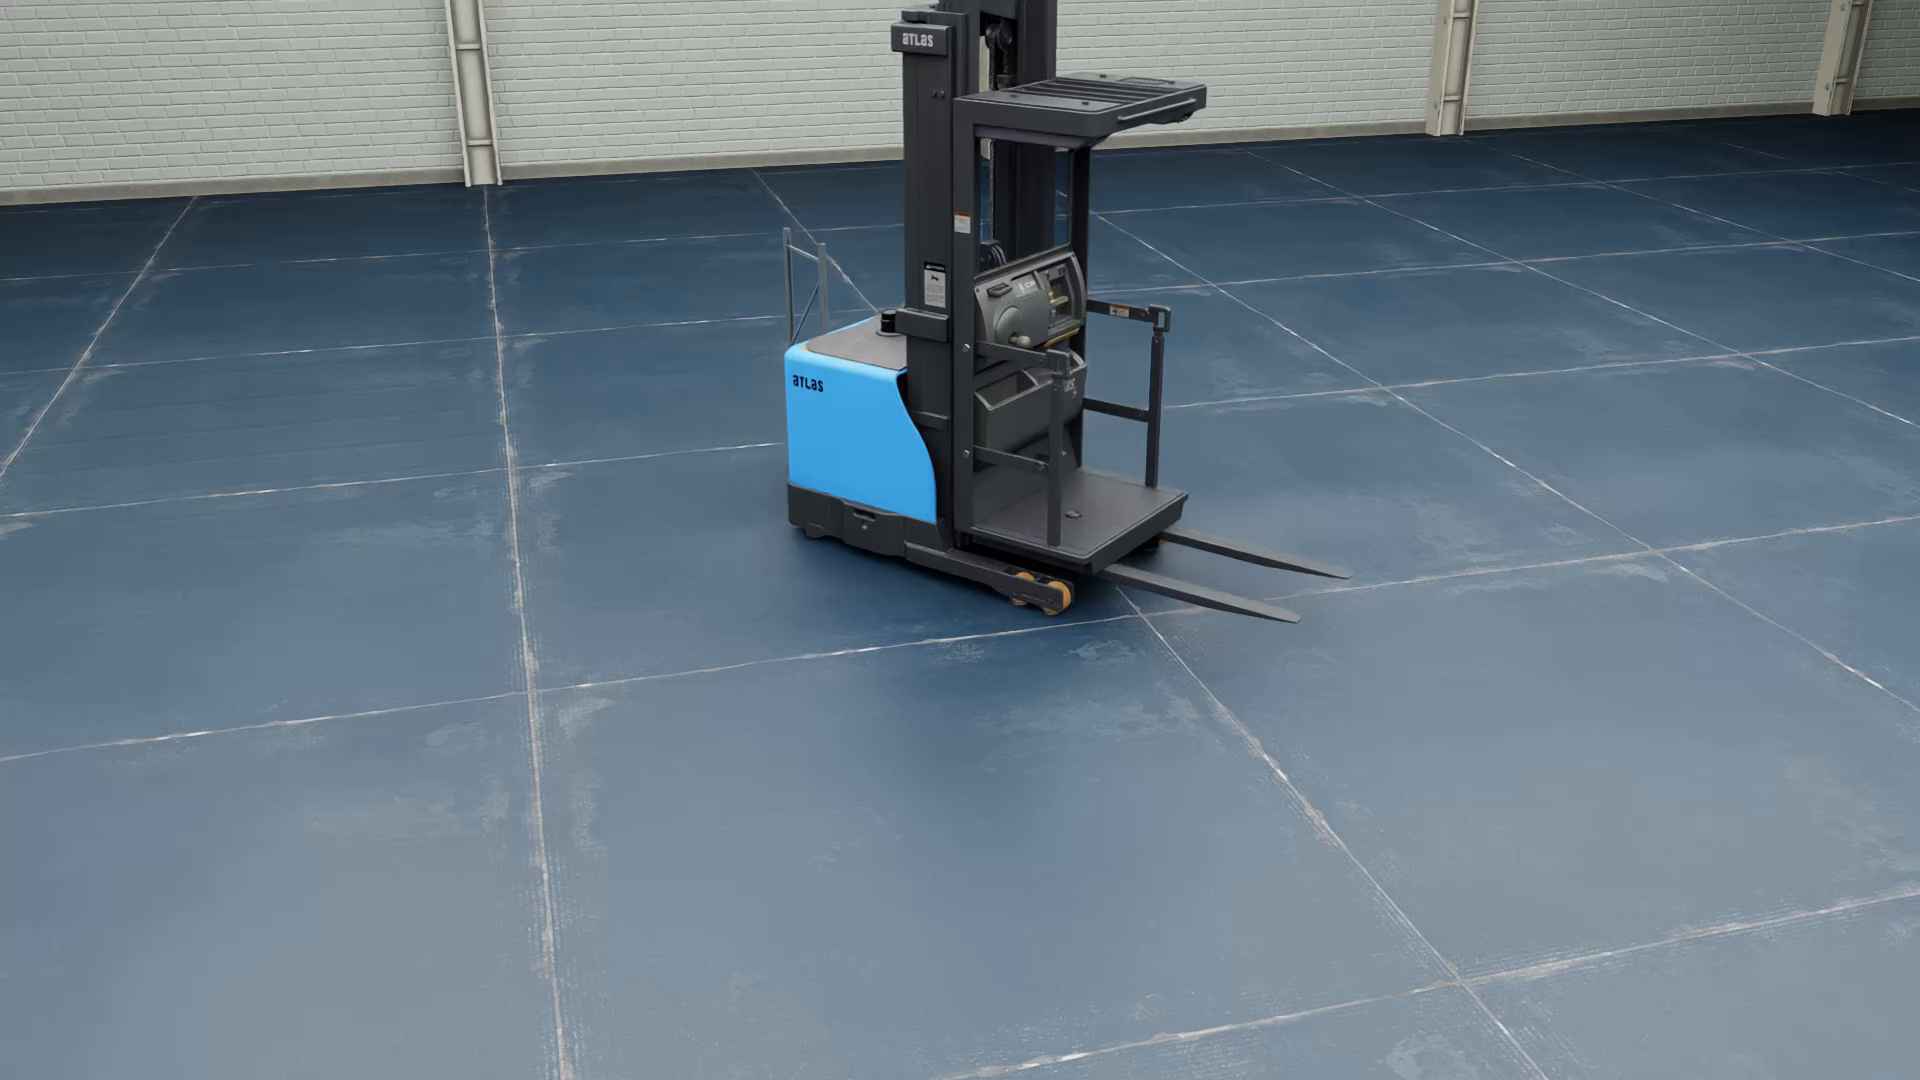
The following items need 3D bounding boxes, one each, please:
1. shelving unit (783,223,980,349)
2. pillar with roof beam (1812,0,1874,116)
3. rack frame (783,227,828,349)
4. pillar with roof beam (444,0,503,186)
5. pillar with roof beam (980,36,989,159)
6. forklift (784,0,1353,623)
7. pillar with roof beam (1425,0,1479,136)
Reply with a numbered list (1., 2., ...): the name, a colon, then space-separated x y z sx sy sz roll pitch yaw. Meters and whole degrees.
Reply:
1. shelving unit: -0.456 -1.151 10.030 1.048 1.500 0.538 -13 27 -28
2. pillar with roof beam: 13.192 -8.396 17.404 0.400 9.000 9.100 -6 24 -14
3. rack frame: -0.893 -1.048 9.791 0.032 1.500 0.500 -13 27 -28
4. pillar with roof beam: -4.139 -6.478 12.936 0.400 9.000 9.100 -6 24 -14
5. pillar with roof beam: 1.638 -7.117 14.425 0.400 9.000 9.100 -6 24 -14
6. forklift: 0.534 -1.209 8.351 3.031 2.935 1.130 16 28 32
7. pillar with roof beam: 7.415 -7.756 15.915 0.400 9.000 9.100 -6 24 -14
